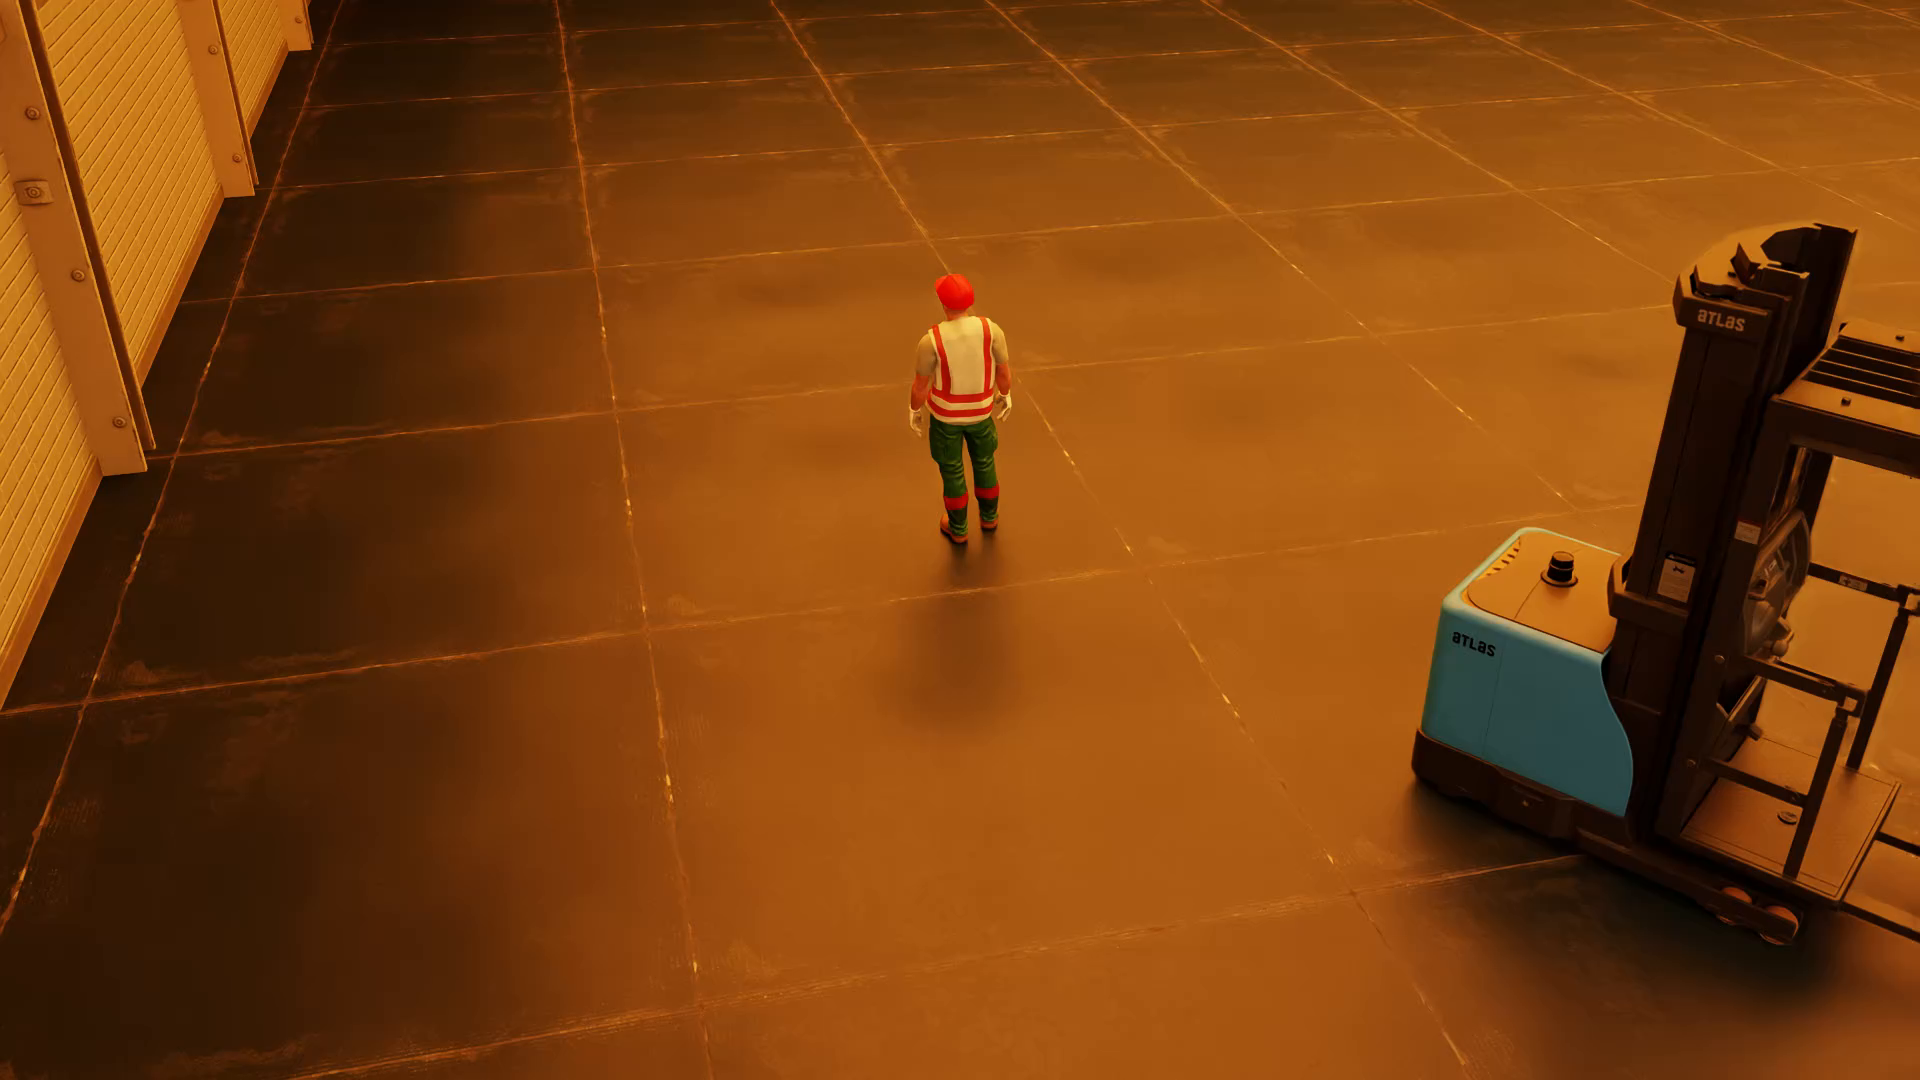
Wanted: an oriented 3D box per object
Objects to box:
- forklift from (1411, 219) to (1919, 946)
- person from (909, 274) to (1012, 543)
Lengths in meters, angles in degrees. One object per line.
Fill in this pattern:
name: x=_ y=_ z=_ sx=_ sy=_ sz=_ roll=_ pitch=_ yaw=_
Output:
forklift: x=3.733 y=0.228 z=7.181 sx=3.031 sy=2.935 sz=1.130 roll=22 pitch=37 yaw=33
person: x=-0.007 y=-0.821 z=10.119 sx=0.637 sy=1.790 sz=0.562 roll=-7 pitch=31 yaw=-12
